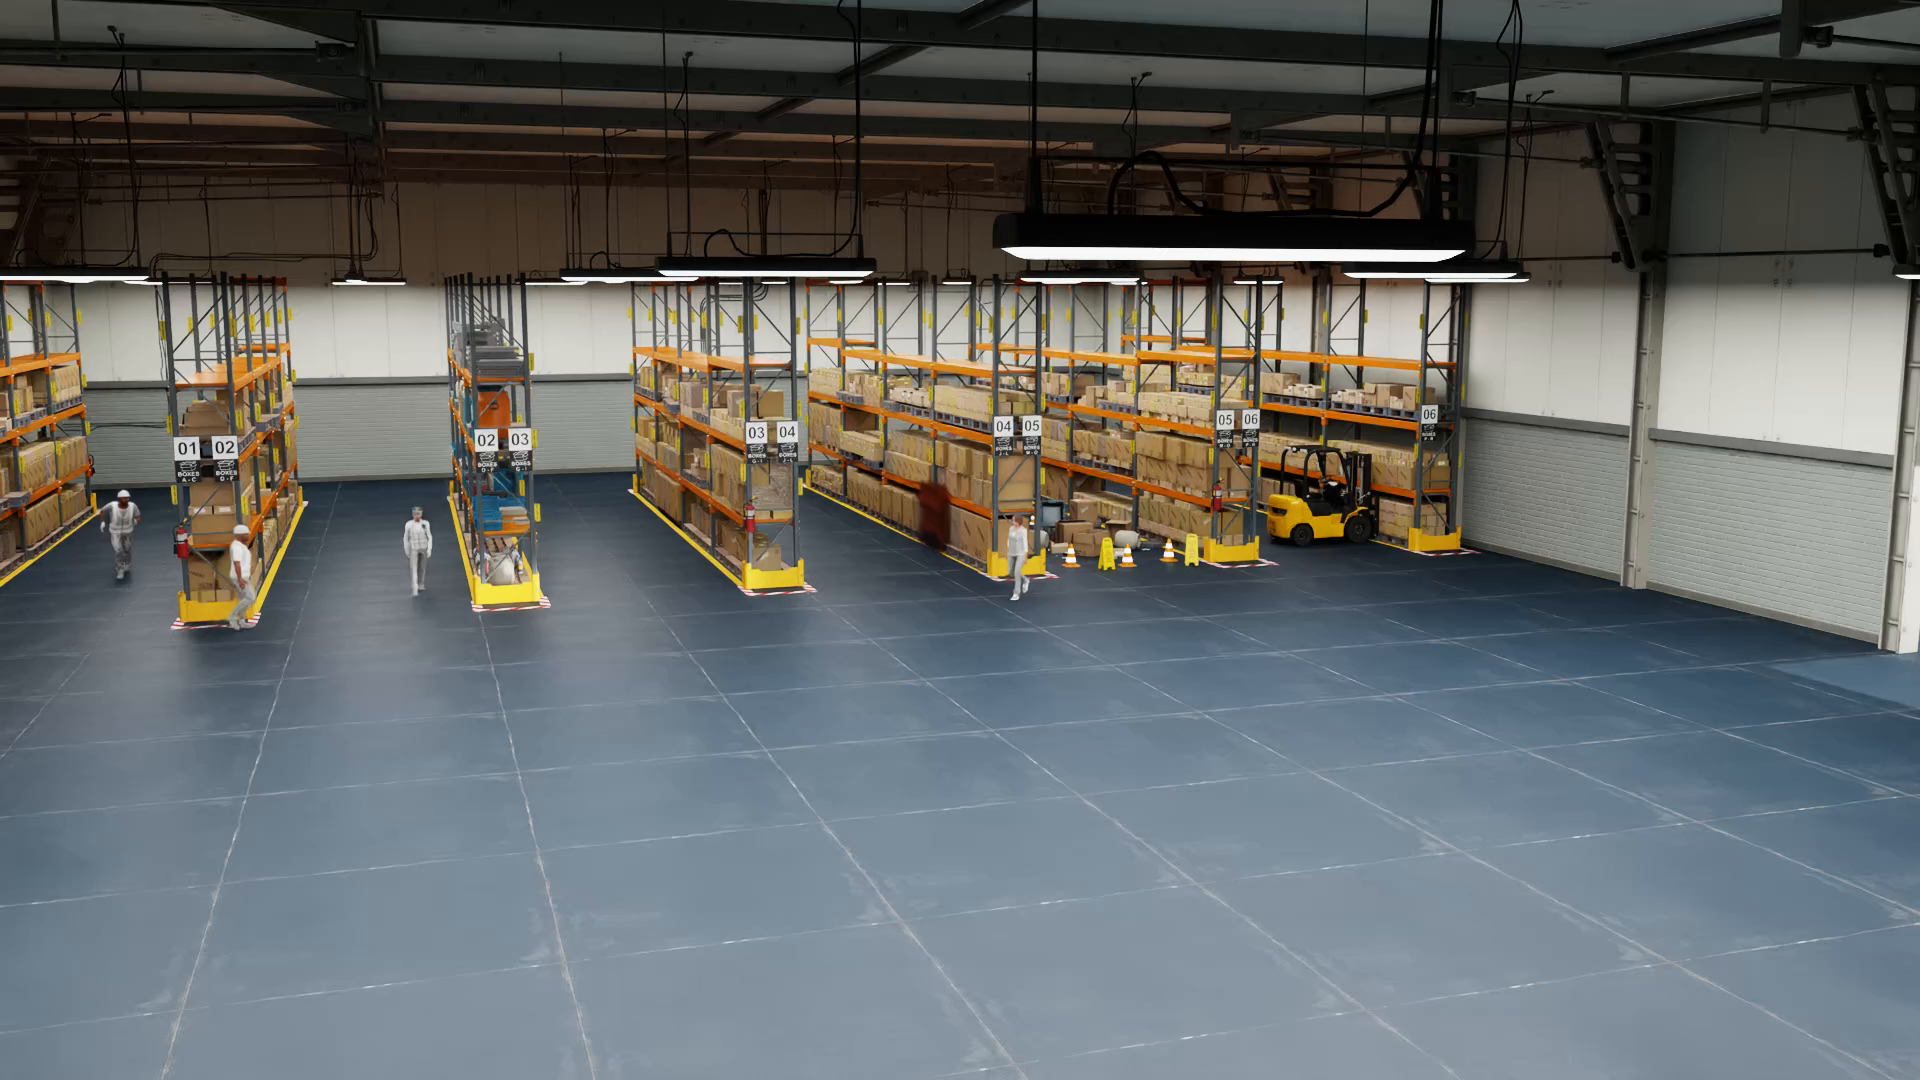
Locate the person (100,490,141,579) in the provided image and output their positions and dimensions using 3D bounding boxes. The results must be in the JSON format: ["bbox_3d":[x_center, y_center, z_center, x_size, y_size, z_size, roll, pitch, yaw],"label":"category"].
[{"bbox_3d":[-16.793,-0.136,33.293,0.735,1.770,0.937,-5,10,-30],"label":"person"}]

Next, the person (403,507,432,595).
[{"bbox_3d":[-10.193,0.179,31.349,0.497,1.628,0.941,-5,10,-29],"label":"person"}]

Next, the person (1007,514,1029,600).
[{"bbox_3d":[1.079,0.291,30.856,0.469,1.584,0.694,7,11,38],"label":"person"}]

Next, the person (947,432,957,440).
[{"bbox_3d":[-0.266,-3.040,53.106,0.610,1.610,0.490,-8,12,-44],"label":"person"}]

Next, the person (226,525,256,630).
[{"bbox_3d":[-12.122,0.628,27.972,0.478,1.764,0.609,-3,9,-20],"label":"person"}]
